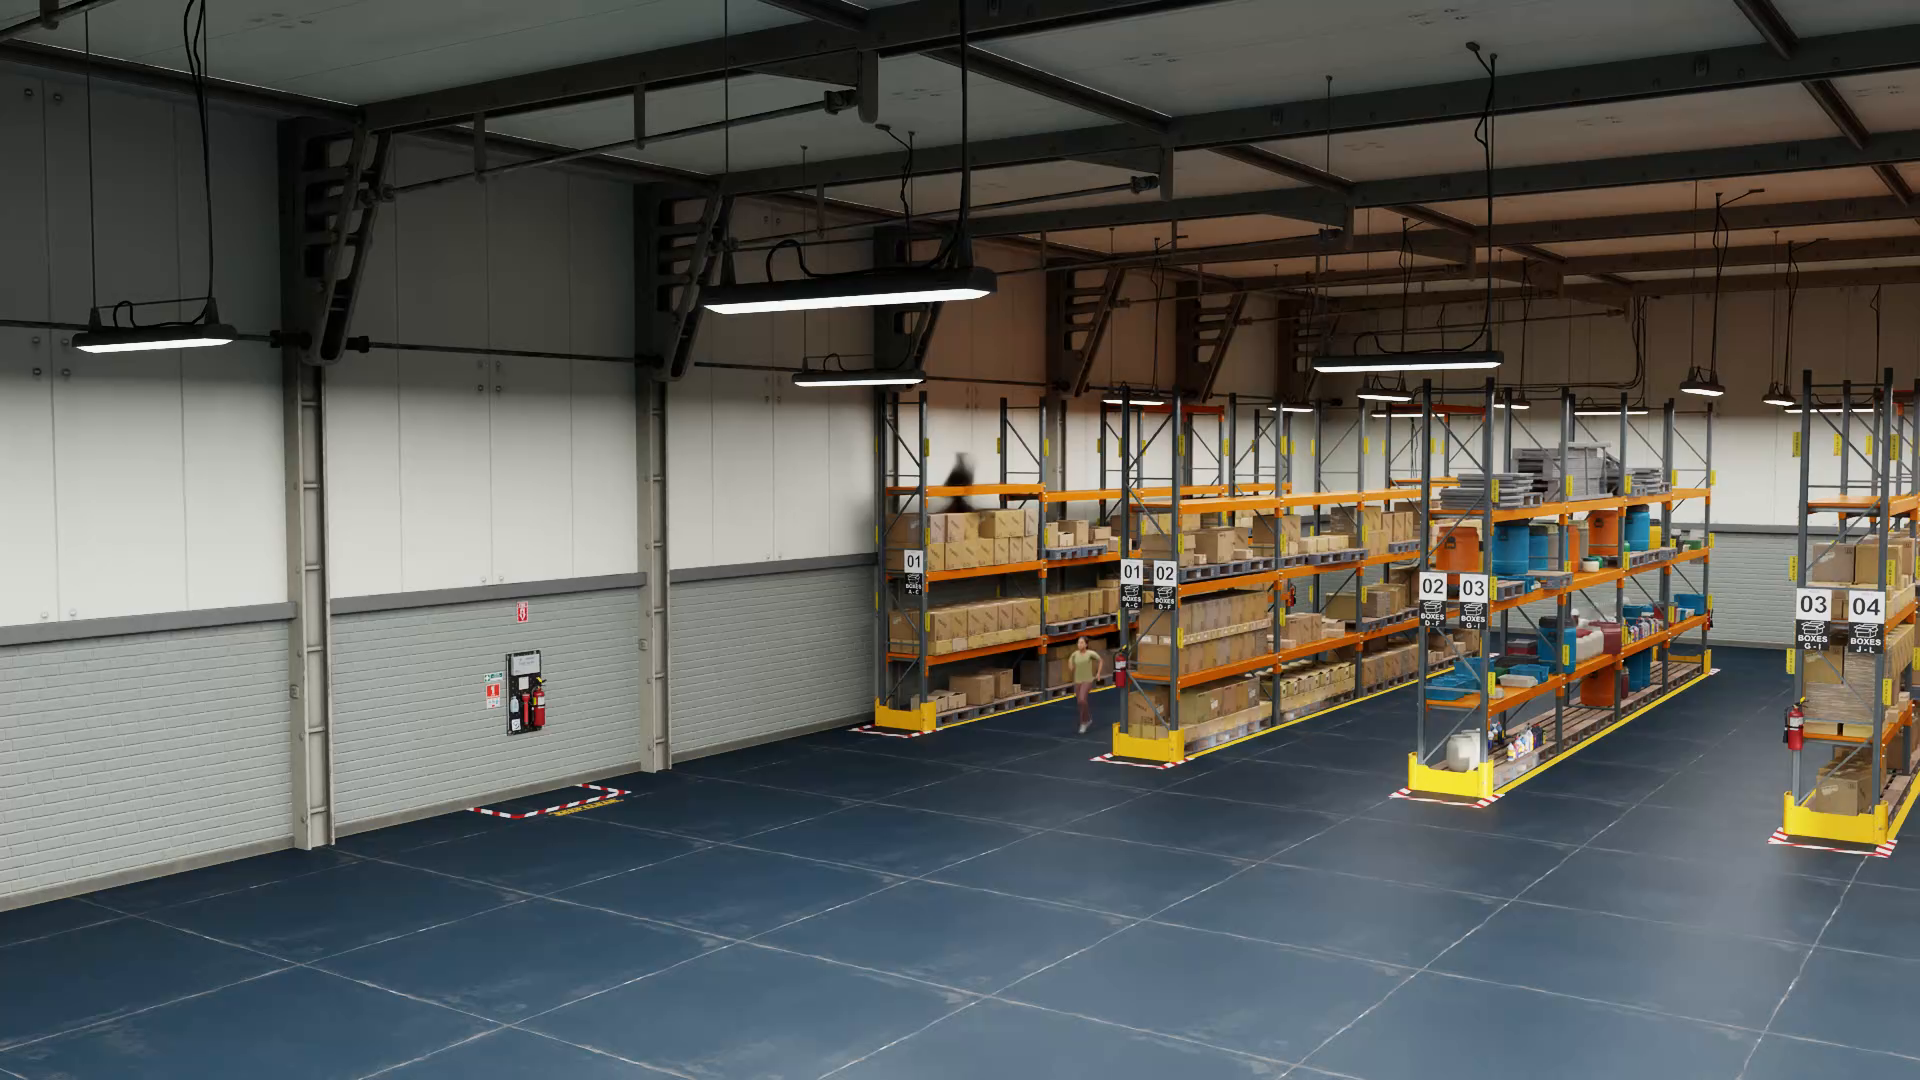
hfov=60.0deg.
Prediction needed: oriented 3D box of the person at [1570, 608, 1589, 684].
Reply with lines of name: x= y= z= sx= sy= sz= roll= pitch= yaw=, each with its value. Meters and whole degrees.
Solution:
person: x=13.316 y=2.239 z=35.310 sx=1.134 sy=1.616 sz=0.690 roll=-2 pitch=4 yaw=-26

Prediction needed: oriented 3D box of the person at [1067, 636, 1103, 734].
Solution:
person: x=2.183 y=2.541 z=29.322 sx=0.558 sy=1.714 sz=0.800 roll=2 pitch=4 yaw=29
